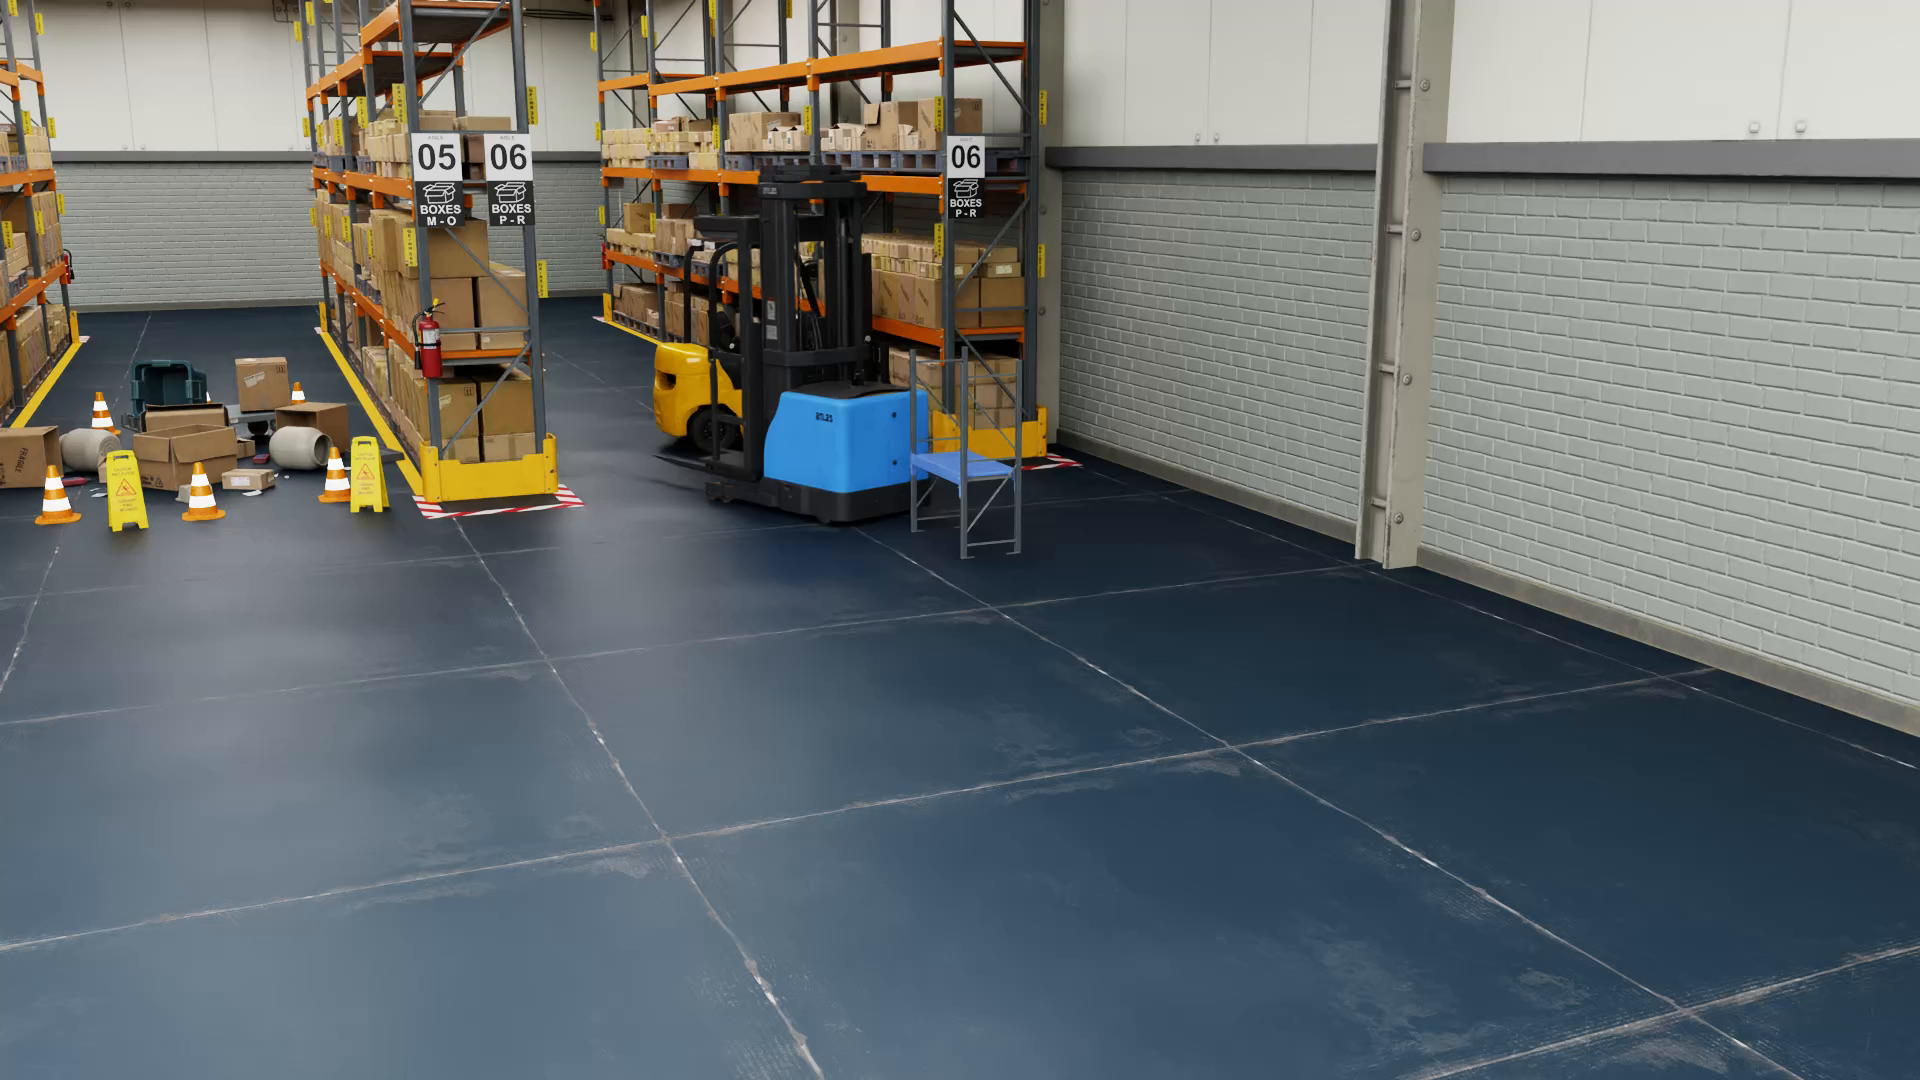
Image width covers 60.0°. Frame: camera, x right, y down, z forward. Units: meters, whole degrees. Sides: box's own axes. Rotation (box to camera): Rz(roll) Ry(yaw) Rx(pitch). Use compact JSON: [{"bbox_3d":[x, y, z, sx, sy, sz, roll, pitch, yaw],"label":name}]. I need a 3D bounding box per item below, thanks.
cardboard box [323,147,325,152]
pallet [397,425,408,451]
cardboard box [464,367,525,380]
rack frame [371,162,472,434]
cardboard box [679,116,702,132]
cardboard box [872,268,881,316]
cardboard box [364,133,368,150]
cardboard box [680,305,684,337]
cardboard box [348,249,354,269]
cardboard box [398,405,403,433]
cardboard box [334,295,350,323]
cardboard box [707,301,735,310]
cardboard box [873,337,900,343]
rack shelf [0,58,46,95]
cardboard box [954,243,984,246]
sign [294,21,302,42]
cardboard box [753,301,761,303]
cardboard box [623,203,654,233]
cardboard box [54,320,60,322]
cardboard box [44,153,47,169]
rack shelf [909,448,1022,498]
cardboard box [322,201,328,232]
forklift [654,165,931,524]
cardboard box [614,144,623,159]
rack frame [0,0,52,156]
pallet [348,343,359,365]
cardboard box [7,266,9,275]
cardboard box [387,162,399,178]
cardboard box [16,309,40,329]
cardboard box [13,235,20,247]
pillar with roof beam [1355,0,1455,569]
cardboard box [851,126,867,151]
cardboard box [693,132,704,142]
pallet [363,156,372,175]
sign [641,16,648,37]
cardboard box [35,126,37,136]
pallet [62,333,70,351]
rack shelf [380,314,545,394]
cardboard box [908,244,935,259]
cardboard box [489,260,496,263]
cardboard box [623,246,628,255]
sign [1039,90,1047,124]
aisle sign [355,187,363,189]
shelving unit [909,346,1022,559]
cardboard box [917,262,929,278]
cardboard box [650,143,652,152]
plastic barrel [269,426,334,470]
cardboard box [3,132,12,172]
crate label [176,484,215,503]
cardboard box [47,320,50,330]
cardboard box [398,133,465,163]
[{"bbox_3d":[-9.602,-6.095,25.546,0.396,0.266,0.258,-5,14,-21],"label":"cardboard box"},{"bbox_3d":[-5.547,-1.196,18.070,1.003,0.211,1.213,-6,14,-23],"label":"pallet"},{"bbox_3d":[-4.539,-1.398,16.263,0.500,0.500,0.500,-6,14,-25],"label":"cardboard box"},{"bbox_3d":[-5.848,-2.690,18.341,1.000,3.000,0.127,-6,14,-23],"label":"rack frame"},{"bbox_3d":[-4.321,-6.674,26.728,0.396,0.266,0.258,-6,14,-24],"label":"cardboard box"},{"bbox_3d":[-0.753,-2.756,18.405,0.500,0.500,0.500,-6,14,-23],"label":"cardboard box"},{"bbox_3d":[-6.813,-4.716,20.212,0.797,0.503,0.637,-6,14,-23],"label":"cardboard box"},{"bbox_3d":[-4.100,-3.446,26.219,0.500,0.500,0.500,-6,14,-25],"label":"cardboard box"},{"bbox_3d":[-7.877,-3.764,22.206,0.500,0.250,0.500,-6,14,-23],"label":"cardboard box"},{"bbox_3d":[-5.635,-1.300,17.500,0.500,0.250,0.500,-5,14,-20],"label":"cardboard box"},{"bbox_3d":[-10.299,-3.998,28.745,0.875,0.438,0.875,-6,14,-25],"label":"cardboard box"},{"bbox_3d":[-3.601,-3.518,25.093,0.380,0.149,0.250,-5,14,-21],"label":"cardboard box"},{"bbox_3d":[-0.990,-2.155,18.977,0.500,0.250,0.500,-5,14,-21],"label":"cardboard box"},{"bbox_3d":[-14.349,-6.859,24.651,1.077,0.370,4.000,-6,14,-23],"label":"rack shelf"},{"bbox_3d":[0.084,-3.074,17.680,0.380,0.149,0.250,-6,14,-23],"label":"cardboard box"},{"bbox_3d":[-11.166,-8.576,28.043,0.100,0.325,0.005,-6,14,-23],"label":"sign"},{"bbox_3d":[-3.082,-3.506,25.039,0.380,0.149,0.250,-5,14,-22],"label":"cardboard box"},{"bbox_3d":[-5.572,-5.628,29.044,0.500,0.500,0.500,-5,14,-22],"label":"cardboard box"},{"bbox_3d":[-14.162,-3.311,25.756,0.380,0.149,0.250,-5,14,-20],"label":"cardboard box"},{"bbox_3d":[-14.328,-5.811,25.507,0.500,0.250,0.500,-5,14,-21],"label":"cardboard box"},{"bbox_3d":[0.034,-0.538,13.165,0.538,0.185,1.000,-6,14,-23],"label":"rack shelf"},{"bbox_3d":[-9.903,-5.161,26.579,0.500,0.500,0.500,-5,14,-22],"label":"cardboard box"},{"bbox_3d":[-1.635,-1.826,14.758,1.130,2.935,3.031,-12,18,-42],"label":"forklift"},{"bbox_3d":[-5.765,-6.825,29.229,0.500,0.250,0.500,-6,14,-25],"label":"cardboard box"},{"bbox_3d":[-15.150,-7.624,26.355,1.000,3.000,0.127,-6,14,-23],"label":"rack frame"},{"bbox_3d":[-8.674,-2.832,25.138,1.003,0.211,1.213,-6,14,-23],"label":"pallet"},{"bbox_3d":[-12.156,-3.353,20.829,0.380,0.149,0.250,-5,14,-20],"label":"cardboard box"},{"bbox_3d":[-5.301,-3.565,16.024,0.380,0.149,0.250,-6,14,-24],"label":"cardboard box"},{"bbox_3d":[-12.824,-2.989,22.580,0.500,0.250,0.500,-5,14,-20],"label":"cardboard box"},{"bbox_3d":[-12.893,-4.019,22.387,0.380,0.149,0.250,-6,14,-23],"label":"cardboard box"},{"bbox_3d":[-0.693,-3.832,9.972,9.100,9.000,0.400,-6,14,-23],"label":"pillar with roof beam"},{"bbox_3d":[-0.985,-4.454,18.457,0.396,0.266,0.258,-6,14,-24],"label":"cardboard box"},{"bbox_3d":[-3.729,-5.954,24.578,0.380,0.149,0.250,-6,14,-24],"label":"cardboard box"},{"bbox_3d":[-5.998,-4.197,18.617,1.213,0.211,1.003,-6,14,-23],"label":"pallet"},{"bbox_3d":[-5.011,-8.163,26.437,0.100,0.325,0.005,-6,14,-23],"label":"sign"},{"bbox_3d":[-14.264,-6.218,25.271,0.380,0.149,0.250,-5,14,-22],"label":"cardboard box"},{"bbox_3d":[-14.827,-3.156,26.539,1.003,0.211,1.213,-6,14,-23],"label":"pallet"},{"bbox_3d":[-5.047,-1.927,16.637,1.077,0.370,4.000,-6,14,-23],"label":"rack shelf"},{"bbox_3d":[-0.324,-3.035,17.513,0.380,0.149,0.250,-6,14,-23],"label":"cardboard box"},{"bbox_3d":[-5.018,-2.602,17.079,0.500,0.500,0.500,-5,14,-21],"label":"cardboard box"},{"bbox_3d":[-5.758,-5.133,29.452,0.380,0.149,0.250,-6,14,-25],"label":"cardboard box"},{"bbox_3d":[0.812,-4.288,16.477,0.100,0.325,0.005,-6,14,-23],"label":"sign"},{"bbox_3d":[-10.400,-6.479,28.945,0.394,0.787,0.004,-6,14,-23],"label":"aisle sign"},{"bbox_3d":[0.034,-0.713,13.125,0.538,1.500,1.048,-6,14,-23],"label":"shelving unit"},{"bbox_3d":[-0.224,-2.774,17.043,0.380,0.149,0.250,-5,14,-22],"label":"cardboard box"},{"bbox_3d":[-4.751,-6.287,26.633,0.380,0.149,0.250,-5,14,-22],"label":"cardboard box"},{"bbox_3d":[-6.460,-0.899,16.314,0.512,0.421,0.421,4,14,16],"label":"plastic barrel"},{"bbox_3d":[-12.342,-4.906,21.042,0.500,0.500,0.500,-6,14,-23],"label":"cardboard box"},{"bbox_3d":[-6.853,-0.428,14.915,0.298,0.136,0.250,9,16,35],"label":"crate label"},{"bbox_3d":[-13.552,-3.133,24.325,0.380,0.149,0.250,-5,14,-20],"label":"cardboard box"},{"bbox_3d":[-4.698,-3.478,14.767,0.500,0.250,0.500,-6,14,-24],"label":"cardboard box"}]
